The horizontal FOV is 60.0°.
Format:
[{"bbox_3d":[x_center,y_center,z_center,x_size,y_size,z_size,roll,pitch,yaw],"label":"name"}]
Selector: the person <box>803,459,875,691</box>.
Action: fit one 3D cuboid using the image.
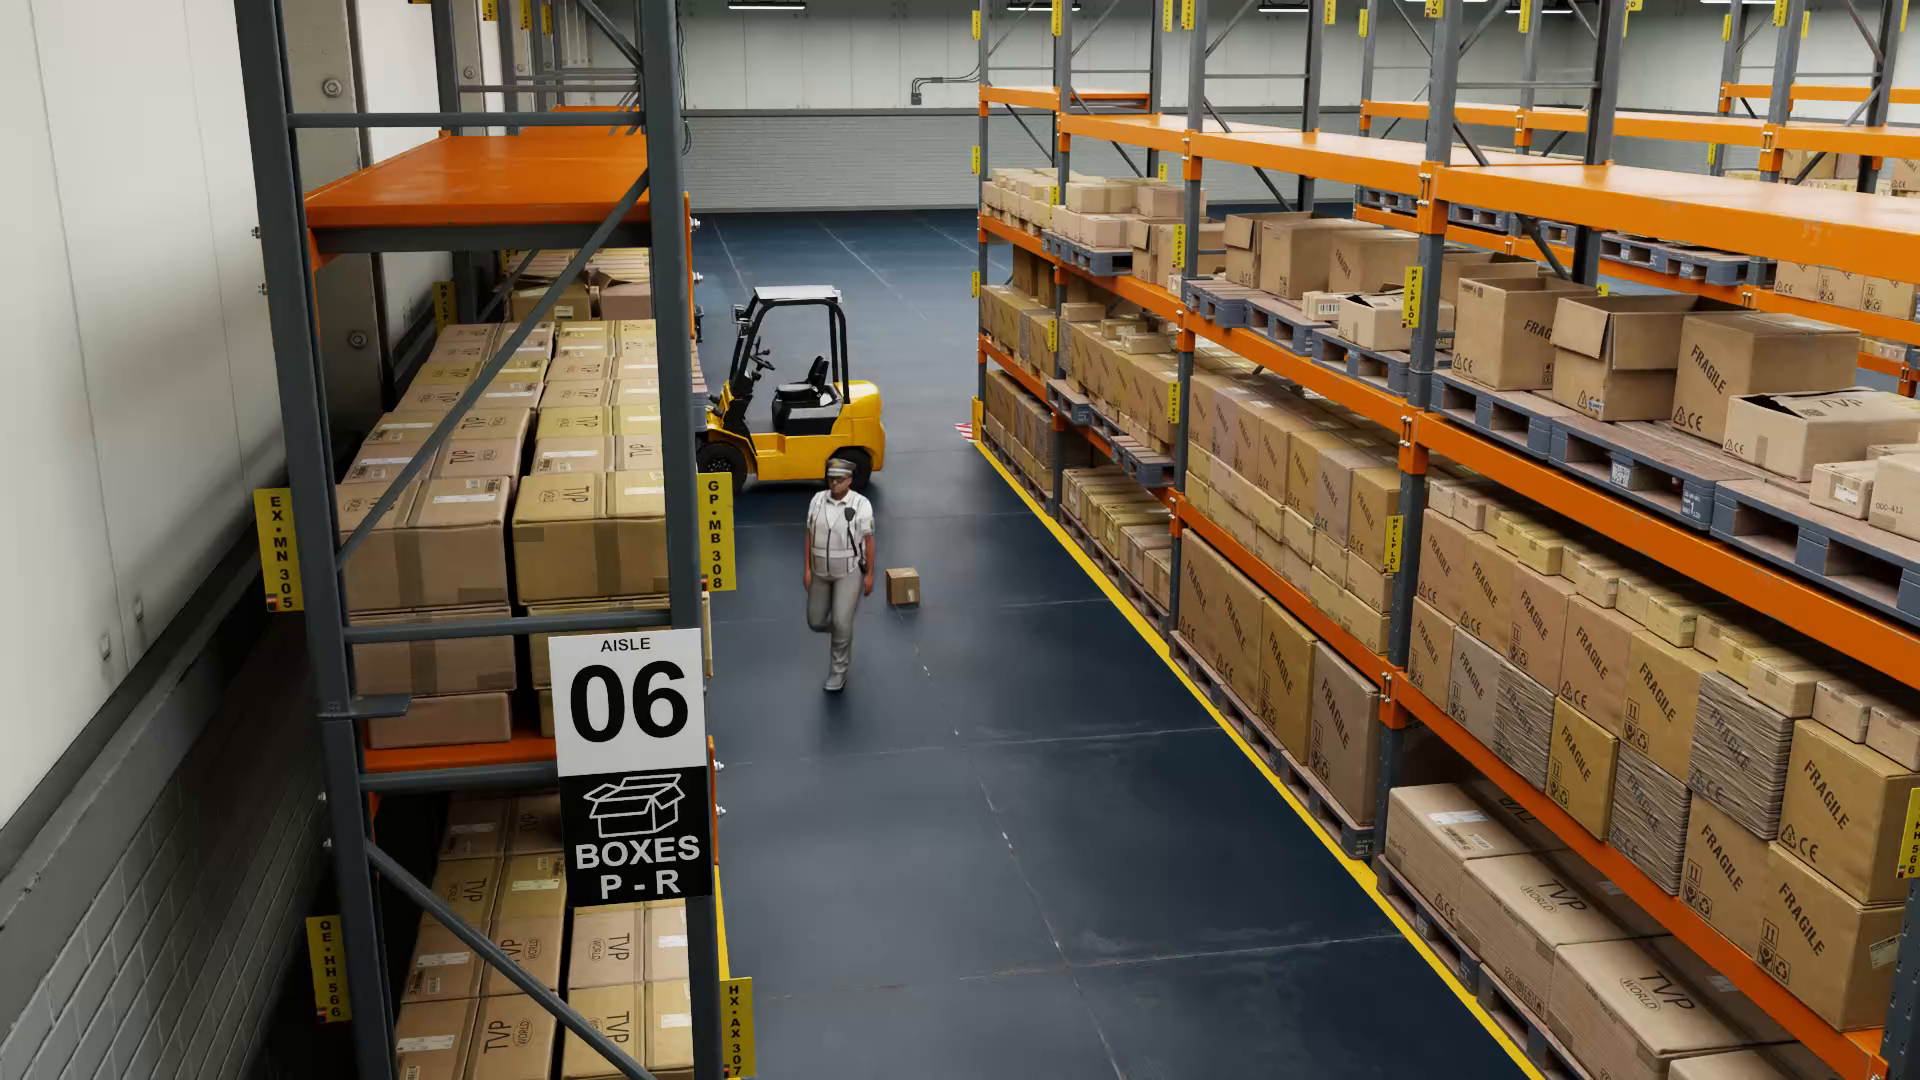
[{"bbox_3d":[-0.926,0.214,12.698,0.545,1.740,0.771,6,17,19],"label":"person"}]
